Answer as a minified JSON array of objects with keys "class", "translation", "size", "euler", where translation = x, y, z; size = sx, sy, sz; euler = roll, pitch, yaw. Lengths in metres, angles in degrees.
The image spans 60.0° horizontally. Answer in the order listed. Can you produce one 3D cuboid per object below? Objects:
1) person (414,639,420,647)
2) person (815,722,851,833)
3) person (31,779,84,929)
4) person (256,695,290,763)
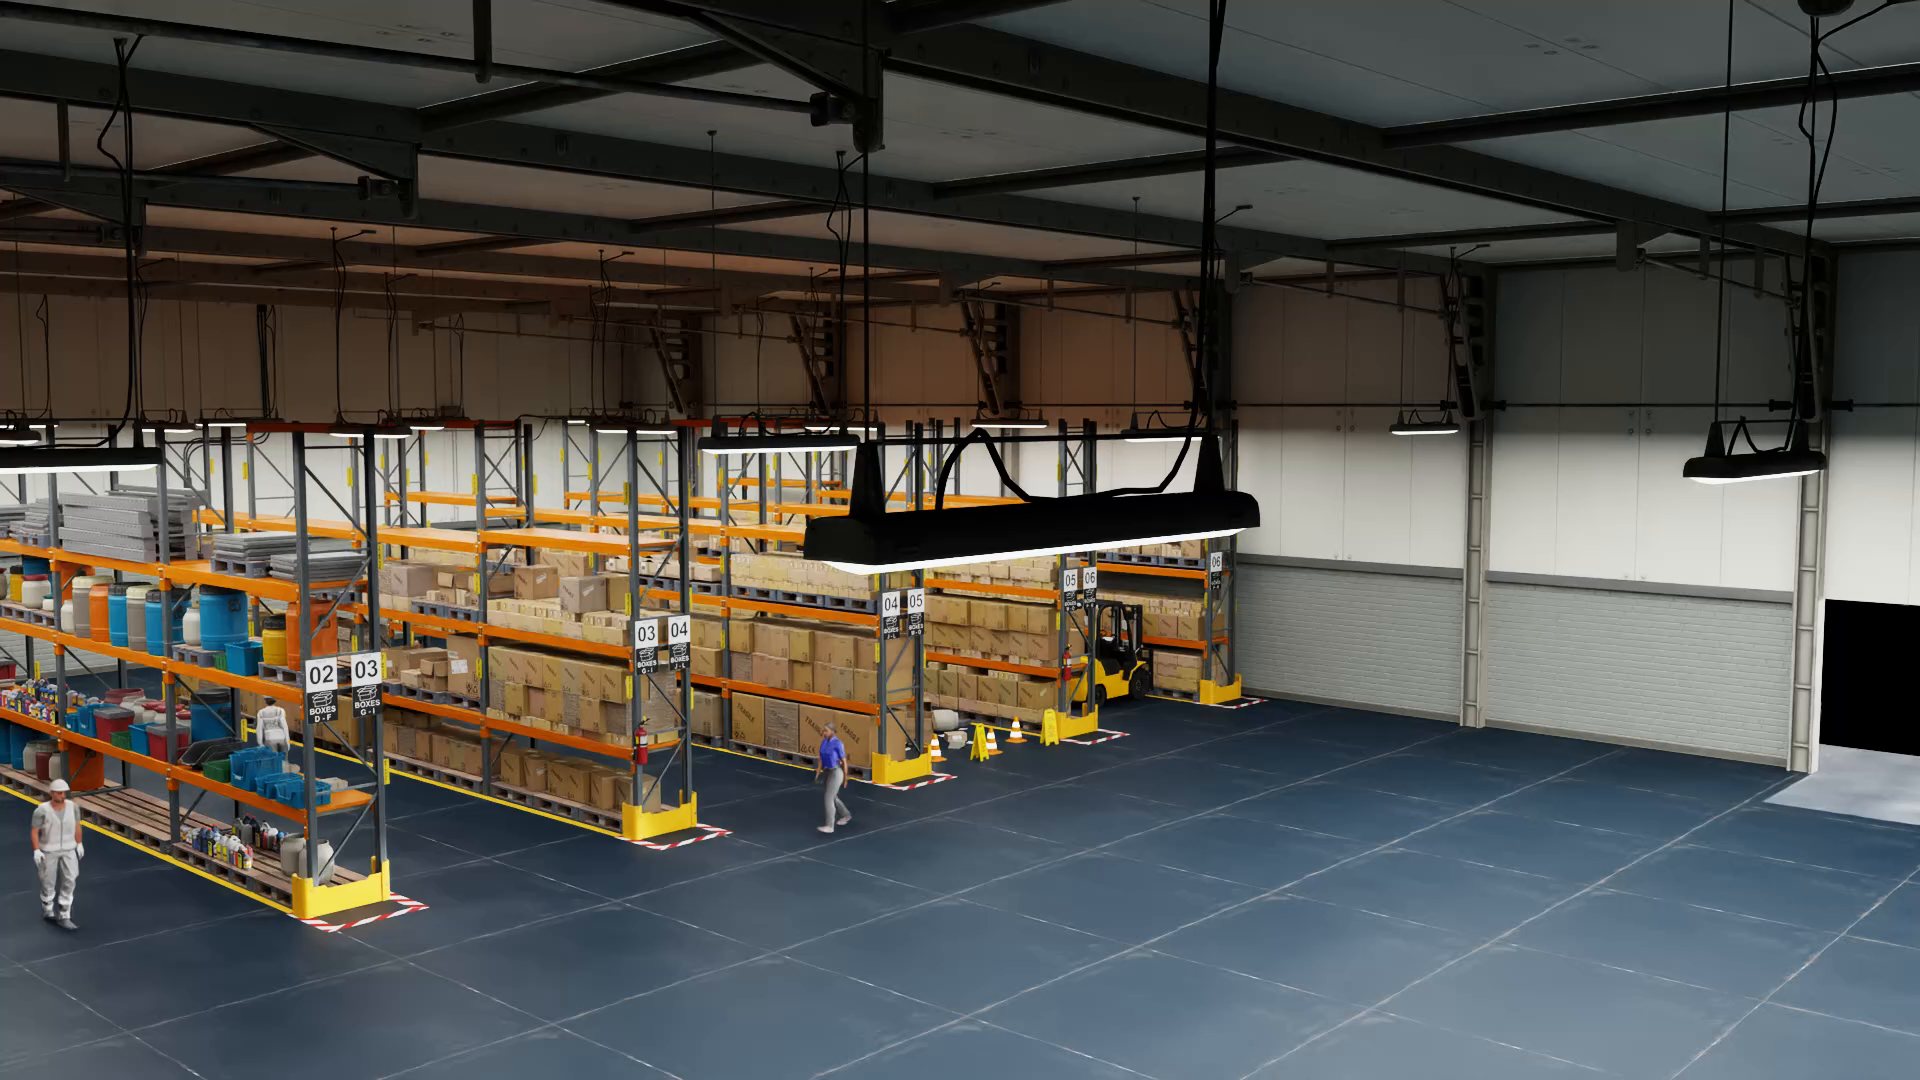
[{"class":"person","translation":[-10.627,2.798,32.592],"size":[0.556,1.698,0.485],"euler":[-2,5,-28]},{"class":"person","translation":[-1.888,3.511,24.777],"size":[0.796,1.616,0.503],"euler":[-3,6,-36]},{"class":"person","translation":[-10.973,3.809,20.263],"size":[0.721,1.795,0.639],"euler":[4,6,42]},{"class":"person","translation":[-11.130,3.281,27.002],"size":[0.517,1.671,0.463],"euler":[-3,6,-35]}]
